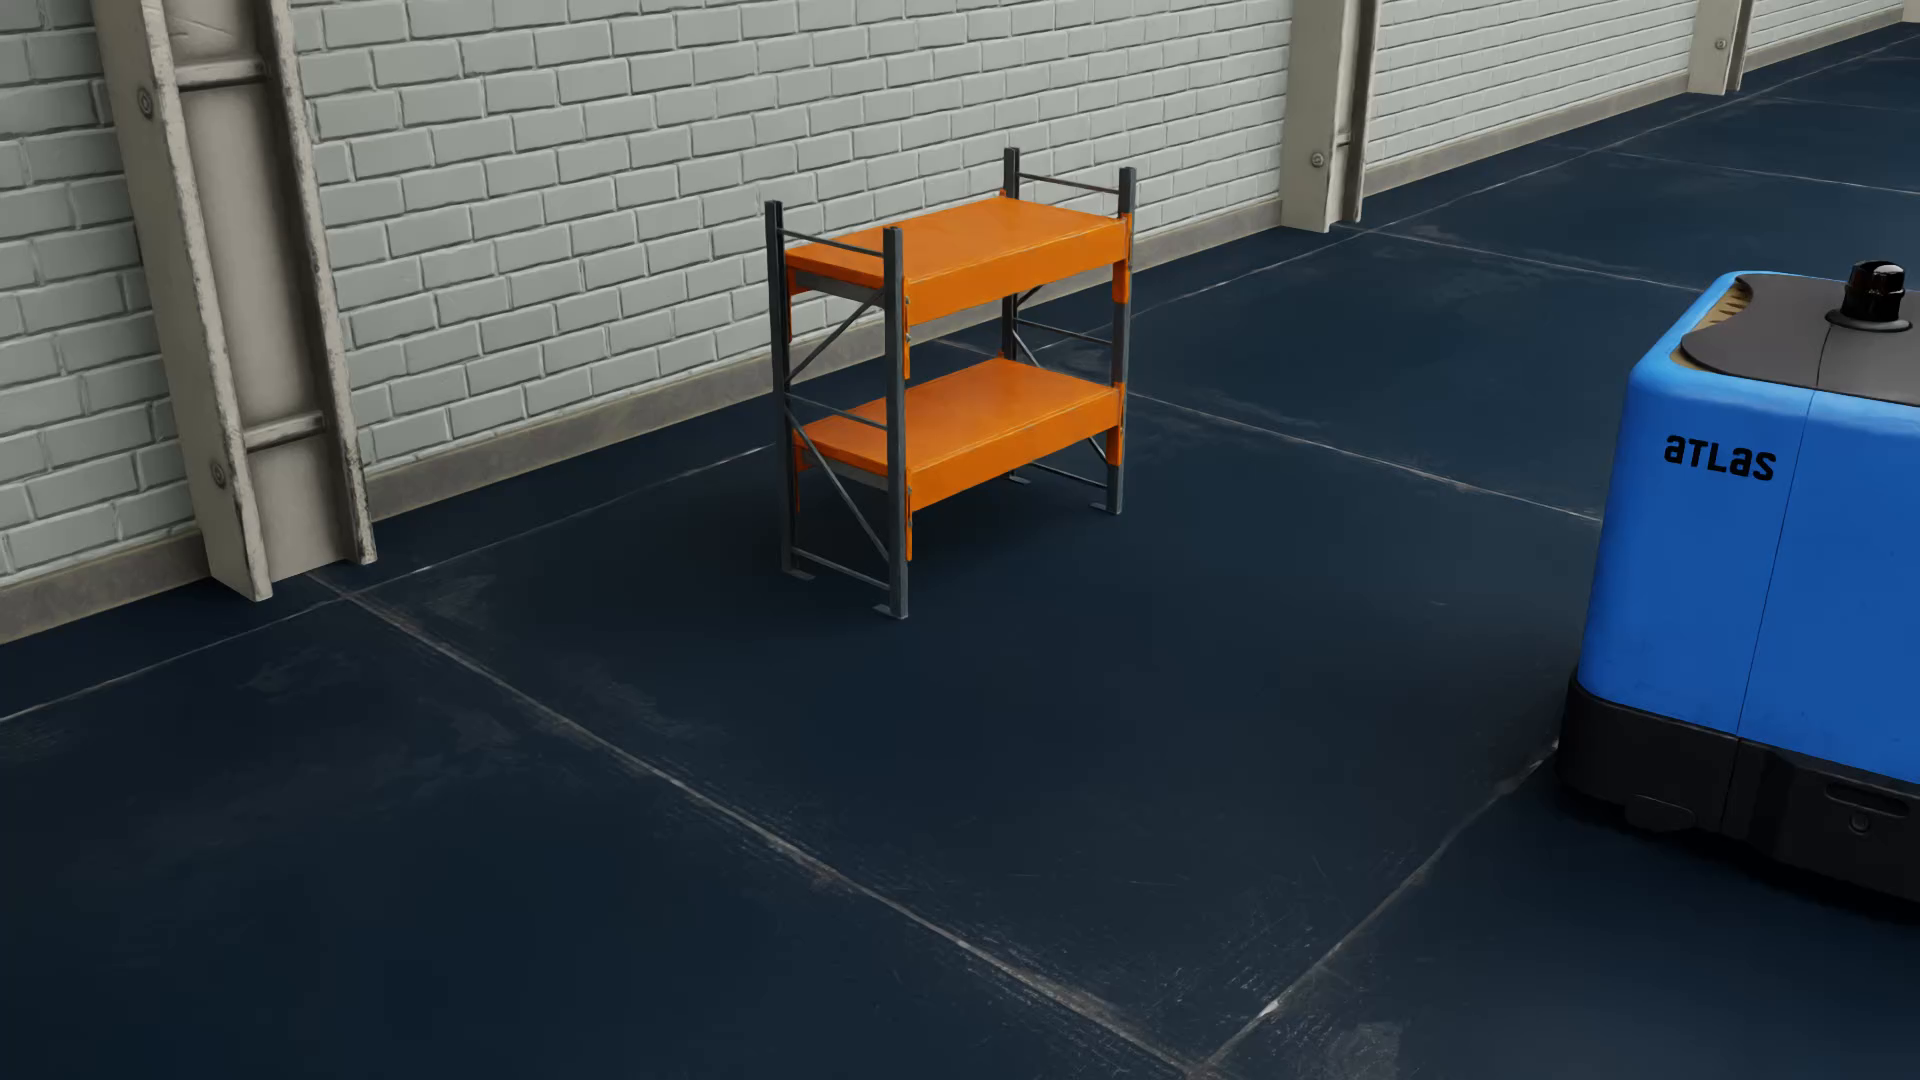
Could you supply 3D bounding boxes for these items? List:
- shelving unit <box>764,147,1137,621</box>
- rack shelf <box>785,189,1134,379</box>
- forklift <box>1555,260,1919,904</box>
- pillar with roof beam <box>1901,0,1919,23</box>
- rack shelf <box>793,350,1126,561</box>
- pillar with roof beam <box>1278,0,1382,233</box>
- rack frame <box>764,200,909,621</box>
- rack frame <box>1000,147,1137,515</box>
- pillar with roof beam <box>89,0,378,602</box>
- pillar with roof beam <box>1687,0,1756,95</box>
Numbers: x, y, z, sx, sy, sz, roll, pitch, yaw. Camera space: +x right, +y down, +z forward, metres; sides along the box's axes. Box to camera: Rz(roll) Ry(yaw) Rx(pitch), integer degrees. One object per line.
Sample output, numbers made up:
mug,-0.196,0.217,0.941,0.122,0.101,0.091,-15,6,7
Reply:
shelving unit,-0.005,-0.511,5.015,0.538,1.125,1.048,20,31,38
rack shelf,-0.005,-0.778,4.896,0.538,0.278,1.000,20,31,38
forklift,2.895,-0.549,2.891,3.031,2.935,1.130,15,28,30
pillar with roof beam,13.185,-8.335,12.841,9.100,9.000,0.400,20,31,38
rack shelf,-0.005,-0.288,5.115,0.538,0.278,1.000,20,31,38
pillar with roof beam,5.176,-4.679,4.687,9.100,9.000,0.400,20,31,38
rack frame,-0.344,-0.356,4.670,0.500,1.125,0.032,20,31,38
rack frame,0.335,-0.666,5.361,0.500,1.125,0.032,20,31,38
pillar with roof beam,1.171,-2.851,0.610,9.100,9.000,0.400,20,31,38
pillar with roof beam,9.180,-6.507,8.764,9.100,9.000,0.400,20,31,38
